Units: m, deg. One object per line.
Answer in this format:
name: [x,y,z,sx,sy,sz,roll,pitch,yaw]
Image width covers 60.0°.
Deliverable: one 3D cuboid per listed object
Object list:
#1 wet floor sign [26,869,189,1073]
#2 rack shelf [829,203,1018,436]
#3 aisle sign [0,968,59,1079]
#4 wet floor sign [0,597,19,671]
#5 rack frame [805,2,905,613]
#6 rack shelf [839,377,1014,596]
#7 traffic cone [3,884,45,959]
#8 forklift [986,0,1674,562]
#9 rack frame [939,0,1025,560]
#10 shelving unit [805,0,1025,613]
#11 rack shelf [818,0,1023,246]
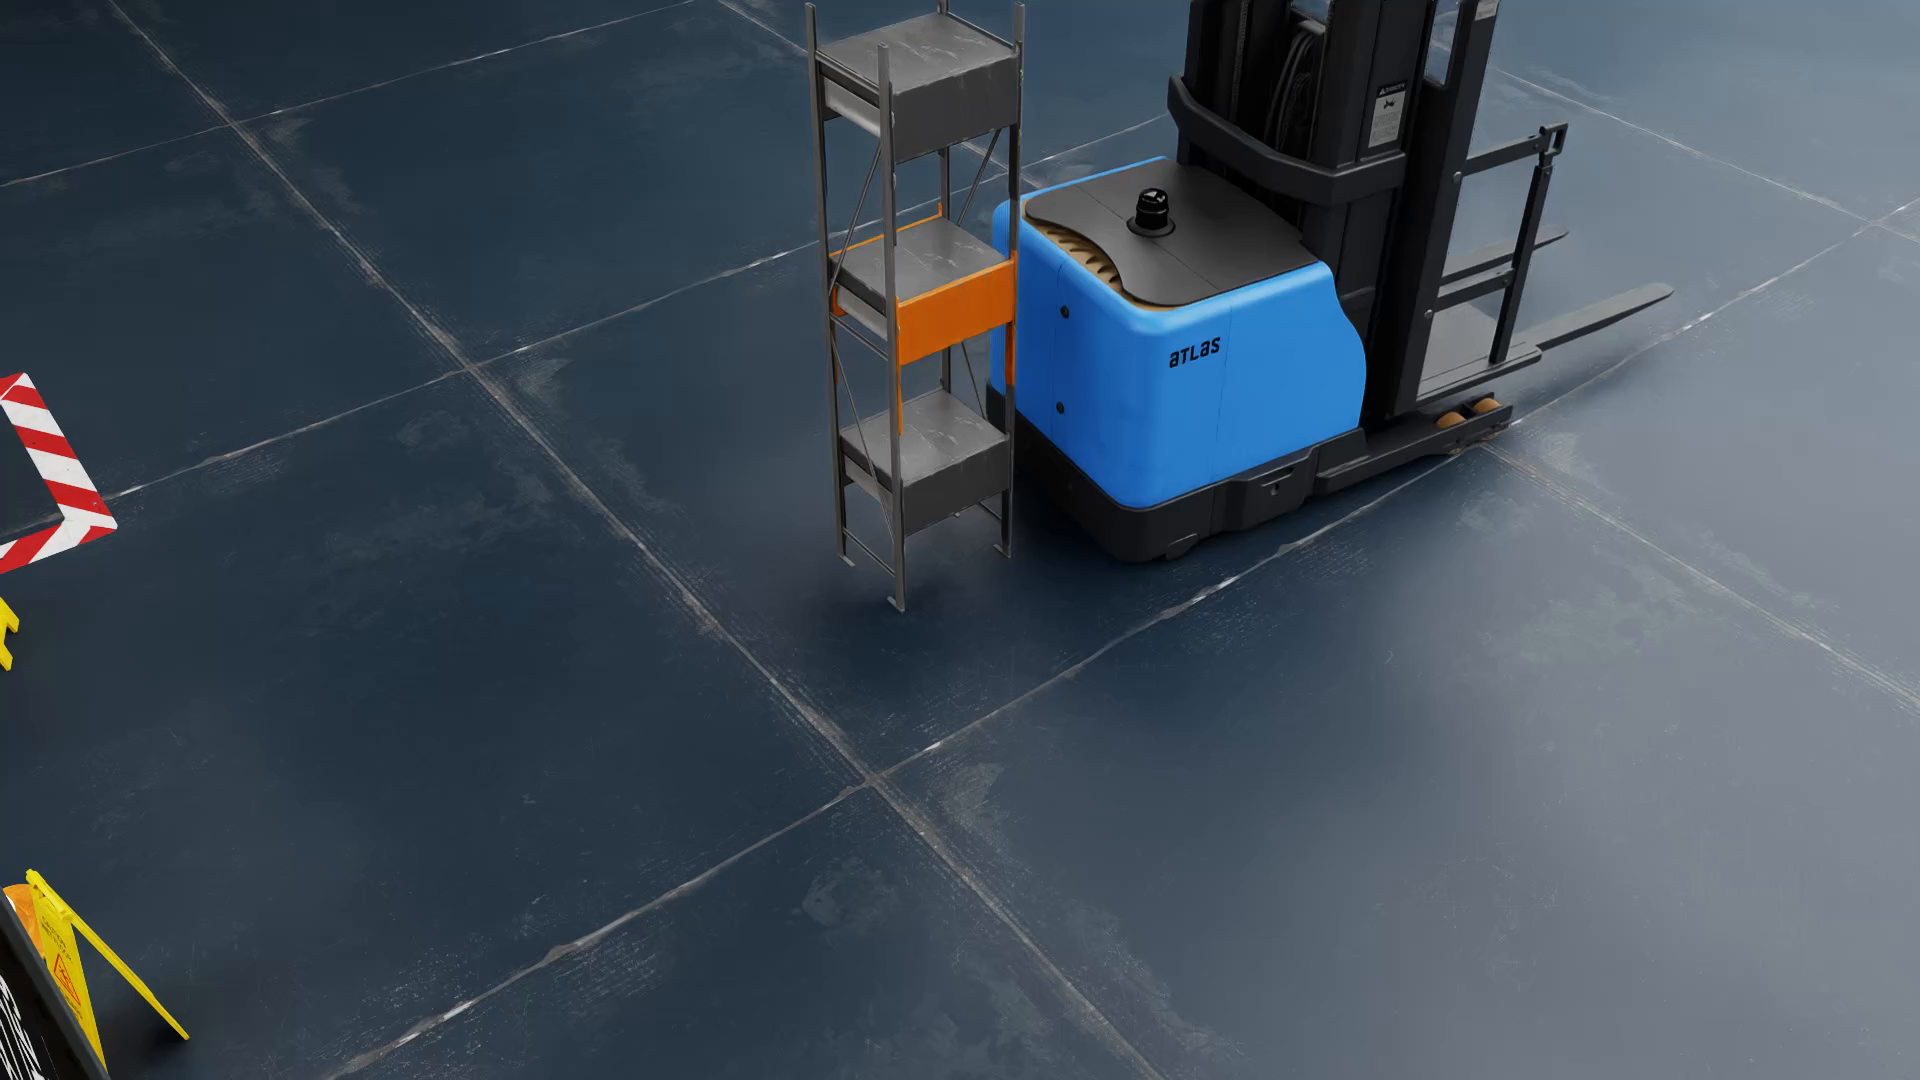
wet floor sign: [-2.298,1.119,4.378,0.267,0.644,0.232,30,48,31]
rack shelf: [-0.131,-0.737,5.515,0.480,0.518,0.431,-26,46,-28]
aisle sign: [-0.875,0.334,1.429,0.004,0.787,0.394,-26,46,-28]
wet floor sign: [-3.408,0.140,5.571,0.232,0.644,0.267,-11,41,-13]
rack frame: [-0.325,-0.654,5.391,0.015,2.100,0.400,-26,46,-28]
rack shelf: [-0.131,-0.196,5.959,0.480,0.518,0.431,-26,46,-28]
traffic cone: [-2.820,0.988,4.681,0.334,0.463,0.336,-26,46,-28]
forklift: [1.634,-1.744,6.065,3.031,2.935,1.130,-21,44,-23]
rack frame: [0.062,-0.842,5.621,0.015,2.100,0.400,-26,46,-28]
shelving unit: [-0.131,-0.748,5.506,0.503,2.100,0.431,-26,46,-28]
rack shelf: [-0.131,-1.278,5.071,0.480,0.518,0.431,-26,46,-28]
